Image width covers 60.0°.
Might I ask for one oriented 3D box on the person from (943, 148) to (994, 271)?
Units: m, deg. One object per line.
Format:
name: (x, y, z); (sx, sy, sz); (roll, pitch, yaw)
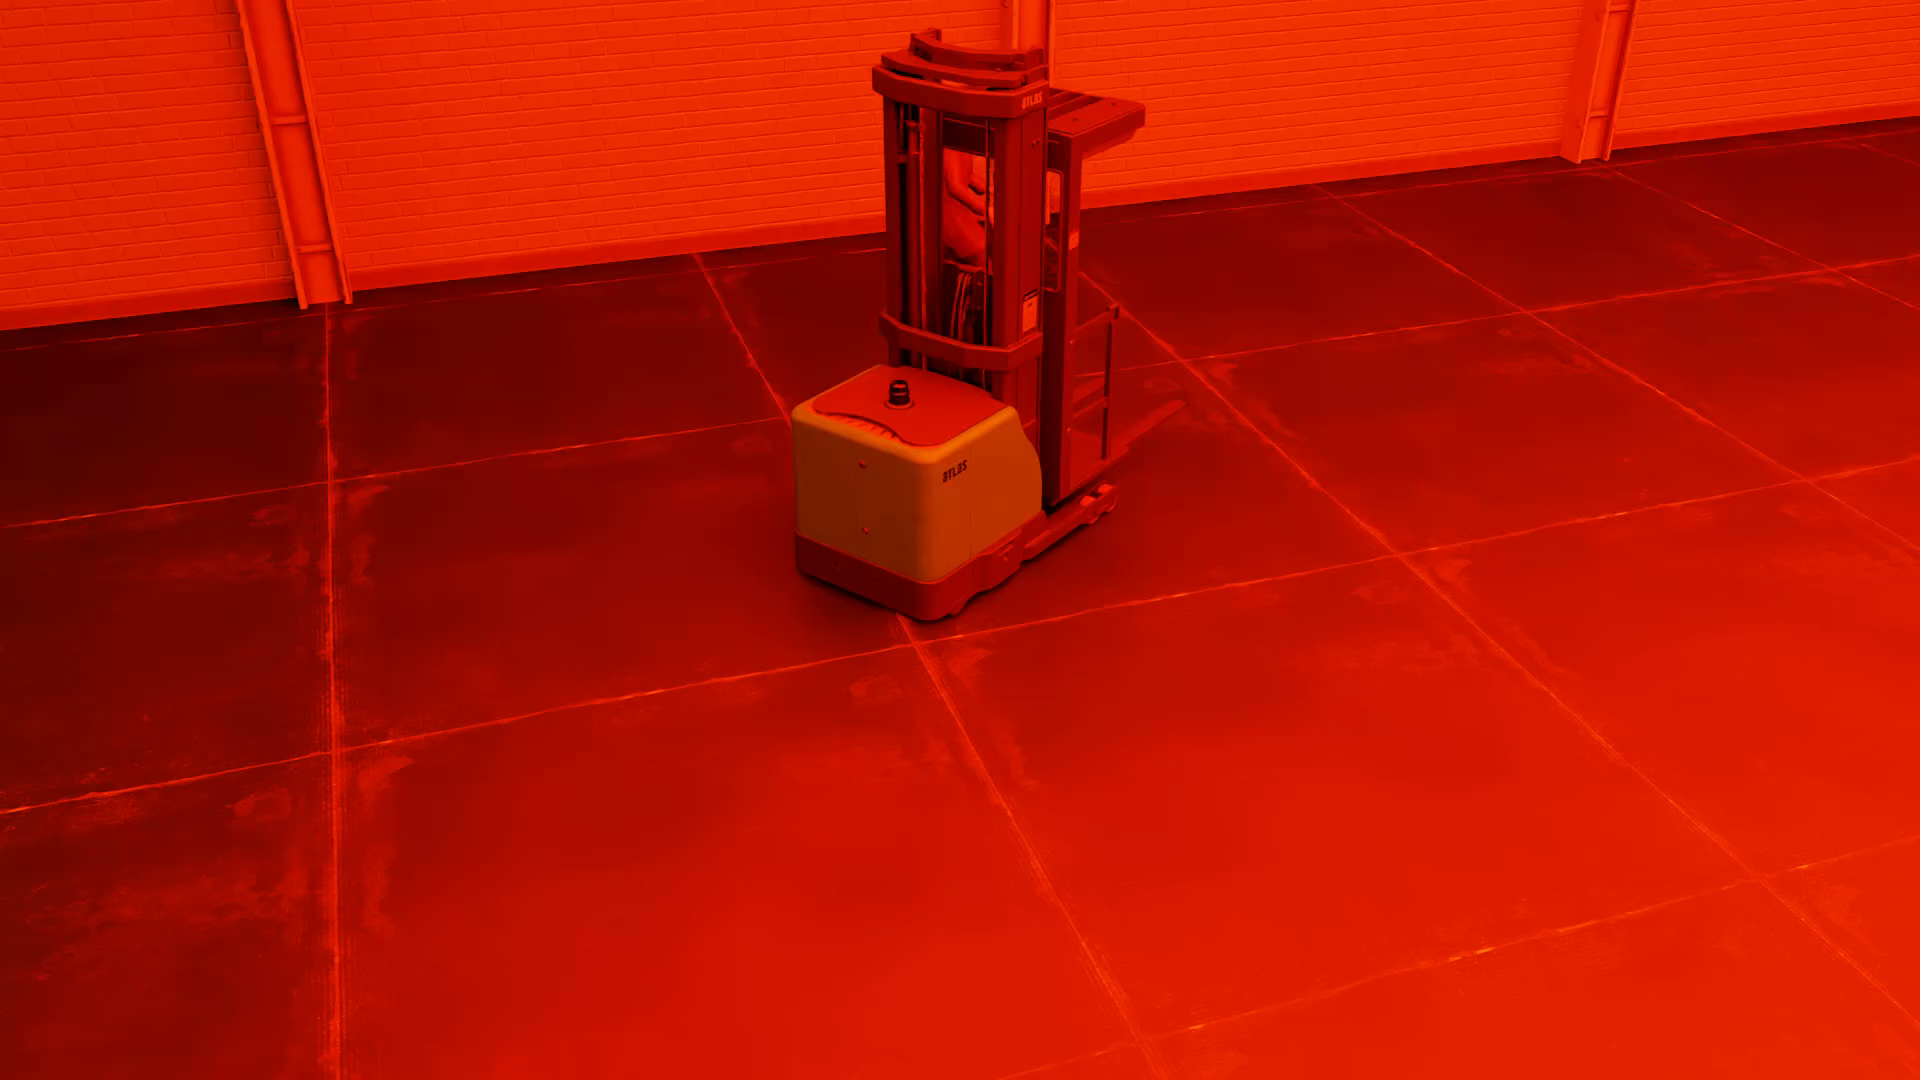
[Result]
person: (0.081, -2.437, 12.592); (0.644, 1.737, 0.829); (-6, 30, -10)

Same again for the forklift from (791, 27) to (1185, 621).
forklift: (0.340, -1.504, 9.701); (1.130, 2.935, 3.031); (21, 36, 32)
